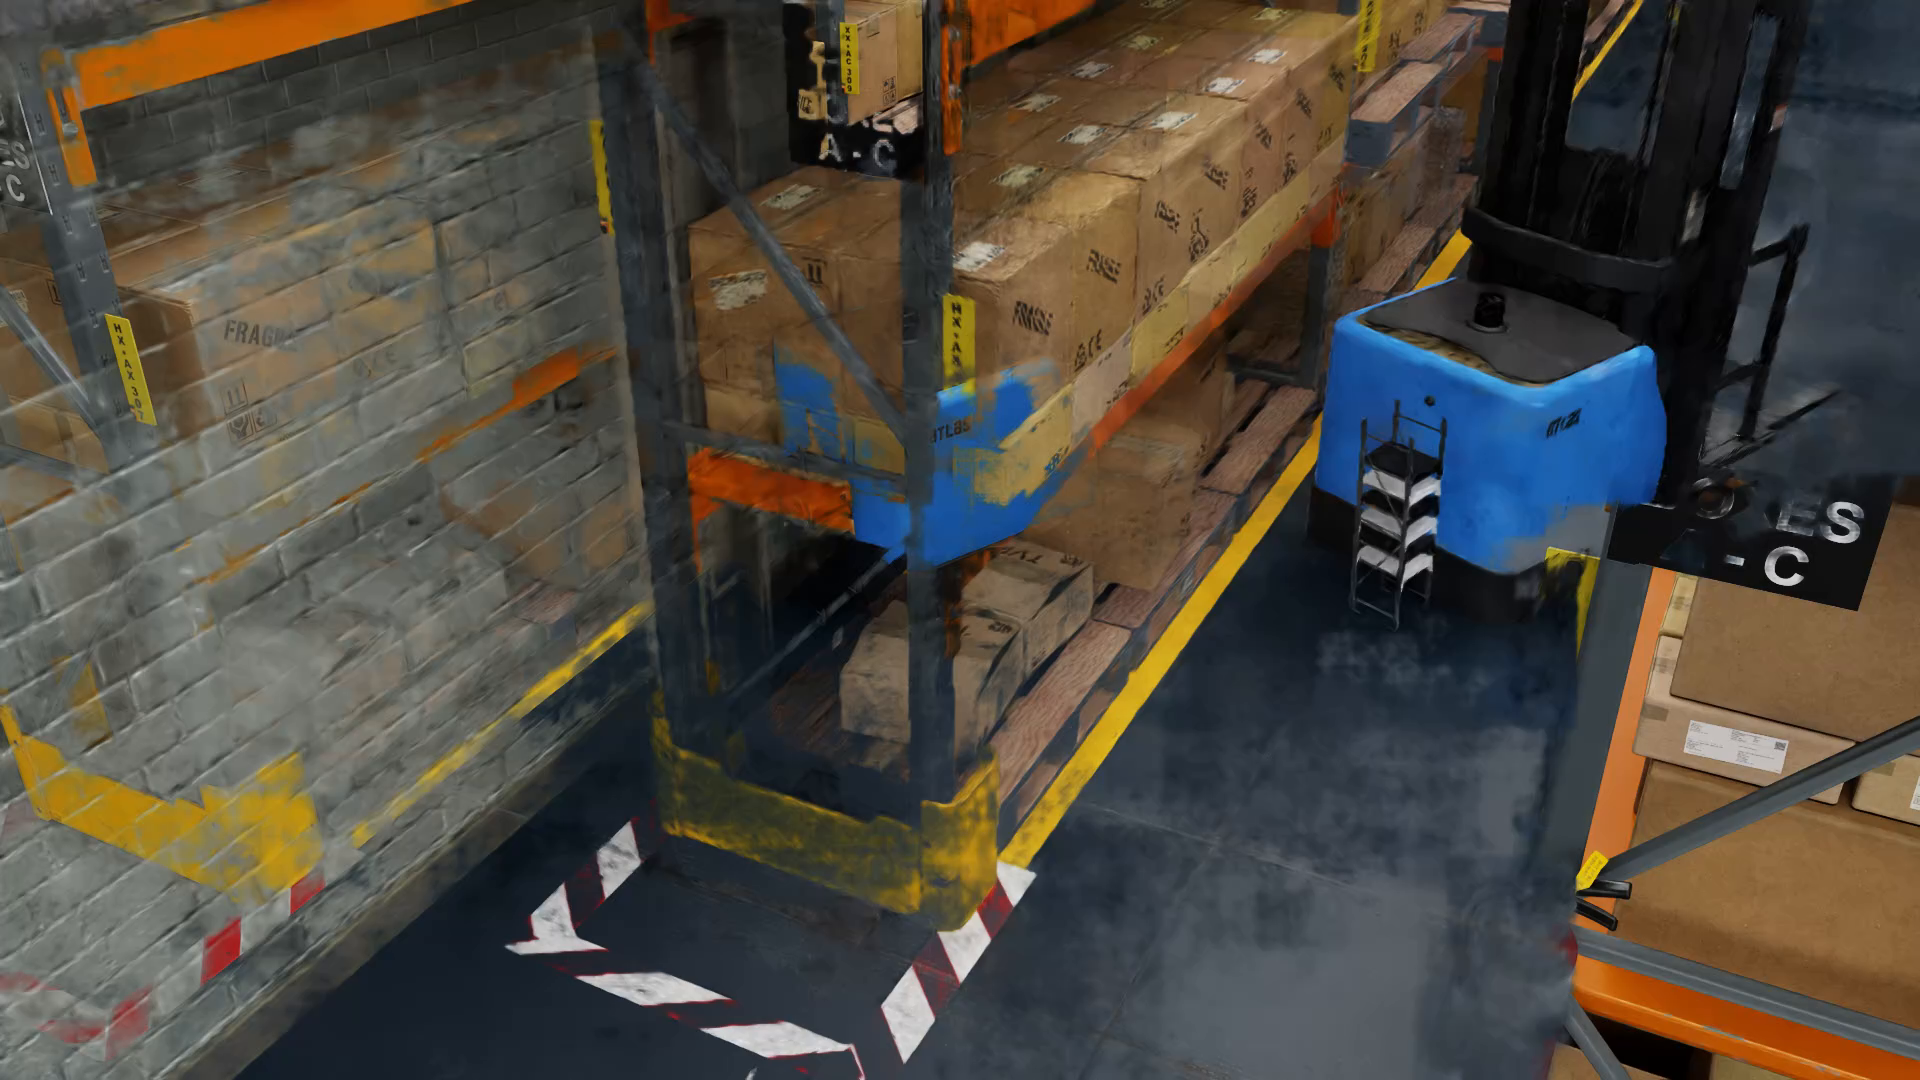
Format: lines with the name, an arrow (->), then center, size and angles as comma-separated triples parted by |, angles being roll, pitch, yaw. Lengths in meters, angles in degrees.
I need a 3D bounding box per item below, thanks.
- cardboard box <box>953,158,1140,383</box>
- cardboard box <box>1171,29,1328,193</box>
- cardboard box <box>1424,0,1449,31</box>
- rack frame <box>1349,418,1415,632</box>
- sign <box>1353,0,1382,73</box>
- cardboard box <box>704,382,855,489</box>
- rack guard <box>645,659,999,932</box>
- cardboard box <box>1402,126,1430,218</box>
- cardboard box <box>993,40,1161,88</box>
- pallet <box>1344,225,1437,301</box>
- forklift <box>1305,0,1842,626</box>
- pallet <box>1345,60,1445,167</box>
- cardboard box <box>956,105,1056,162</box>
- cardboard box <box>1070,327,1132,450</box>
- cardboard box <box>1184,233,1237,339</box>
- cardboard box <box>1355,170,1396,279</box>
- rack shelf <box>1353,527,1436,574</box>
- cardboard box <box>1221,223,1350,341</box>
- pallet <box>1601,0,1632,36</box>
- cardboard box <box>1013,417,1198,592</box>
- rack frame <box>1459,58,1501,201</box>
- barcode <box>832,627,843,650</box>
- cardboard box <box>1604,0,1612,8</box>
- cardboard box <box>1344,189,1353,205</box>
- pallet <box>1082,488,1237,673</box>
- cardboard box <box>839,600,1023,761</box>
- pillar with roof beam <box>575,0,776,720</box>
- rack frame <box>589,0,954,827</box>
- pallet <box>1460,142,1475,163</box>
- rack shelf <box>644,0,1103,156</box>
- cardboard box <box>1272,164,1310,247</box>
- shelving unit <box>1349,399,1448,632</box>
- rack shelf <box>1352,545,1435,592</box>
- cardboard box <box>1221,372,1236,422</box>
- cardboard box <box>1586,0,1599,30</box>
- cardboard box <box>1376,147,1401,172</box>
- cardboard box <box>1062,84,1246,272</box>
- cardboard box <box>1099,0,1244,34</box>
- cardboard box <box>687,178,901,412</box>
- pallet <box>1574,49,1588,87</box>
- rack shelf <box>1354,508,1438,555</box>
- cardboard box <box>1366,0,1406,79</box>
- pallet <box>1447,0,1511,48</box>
cardboard box -> -2.111, -0.856, 5.606 | 0.500, 0.500, 0.500 | 14, 33, 23
cardboard box -> -1.170, -1.767, 7.192 | 0.500, 0.500, 0.500 | 14, 33, 23
cardboard box -> 0.062, -3.240, 9.837 | 0.700, 0.500, 0.500 | 14, 33, 23
rack frame -> -0.682, -0.043, 6.925 | 0.006, 0.900, 0.240 | -28, 40, -31
sign -> -0.521, -2.256, 7.797 | 0.100, 0.325, 0.005 | 14, 33, 23
cardboard box -> -2.789, -0.422, 5.603 | 0.500, 0.250, 0.500 | 15, 33, 24
rack guard -> -2.795, 0.823, 5.814 | 1.175, 0.500, 0.348 | 14, 33, 23
cardboard box -> 0.195, -2.347, 10.894 | 0.700, 0.500, 0.500 | 14, 33, 23
cardboard box -> -1.878, -1.660, 7.006 | 0.500, 0.500, 0.500 | 15, 33, 25
pallet -> -0.100, -1.679, 10.462 | 1.003, 0.211, 1.213 | 14, 33, 23
forklift -> 0.651, -1.509, 7.434 | 3.031, 2.935, 1.130 | -21, 36, -32
pallet -> -0.530, -2.223, 8.801 | 1.003, 0.211, 1.213 | 14, 33, 23
cardboard box -> -2.334, -1.204, 6.212 | 0.500, 0.500, 0.500 | 13, 32, 22
cardboard box -> -2.101, -0.548, 5.823 | 0.500, 0.250, 0.500 | 13, 32, 22
cardboard box -> -1.631, -0.996, 6.604 | 0.500, 0.250, 0.500 | 15, 33, 24
cardboard box -> -0.228, -1.895, 10.105 | 0.700, 0.500, 0.500 | 15, 33, 24
rack shelf -> -0.596, 0.018, 7.045 | 0.200, 0.077, 0.258 | -28, 40, -31
cardboard box -> -0.687, -1.437, 9.309 | 0.700, 0.500, 0.500 | 15, 33, 25
pallet -> 3.608, -5.200, 16.593 | 1.003, 0.211, 1.213 | 14, 33, 23
cardboard box -> -1.796, -0.187, 7.131 | 0.700, 0.500, 0.500 | 12, 32, 20
rack frame -> 0.815, -3.774, 11.309 | 1.000, 3.000, 0.127 | 14, 33, 23
barcode -> -2.782, 0.359, 6.362 | 0.001, 0.075, 0.075 | 14, 33, 23
cardboard box -> 3.536, -5.402, 16.234 | 0.700, 0.500, 0.500 | 15, 33, 24
cardboard box -> -0.489, -1.958, 9.463 | 0.500, 0.250, 0.500 | 14, 33, 22
pallet -> -1.837, 0.058, 7.438 | 1.003, 0.211, 1.213 | 14, 33, 23
cardboard box -> -2.434, 0.462, 6.192 | 0.500, 0.311, 0.500 | 11, 32, 18
pillar with roof beam -> 0.552, -2.359, 2.821 | 9.100, 9.000, 0.400 | 14, 33, 23
rack frame -> -2.830, -0.227, 5.133 | 1.000, 3.000, 0.127 | 14, 33, 23
pallet -> 1.241, -2.897, 12.582 | 1.003, 0.211, 1.213 | 14, 33, 23
rack shelf -> -1.919, -2.102, 6.109 | 1.077, 0.370, 4.000 | 14, 33, 23
cardboard box -> -1.188, -1.446, 7.387 | 0.500, 0.250, 0.500 | 14, 33, 23
shelving unit -> -0.605, -0.085, 6.977 | 0.210, 0.900, 0.258 | -28, 40, -31
rack shelf -> -0.589, 0.093, 7.094 | 0.200, 0.077, 0.258 | -28, 40, -31
cardboard box -> -1.225, -0.718, 8.392 | 0.380, 0.166, 0.250 | 10, 31, 17
cardboard box -> 3.069, -4.953, 15.452 | 0.700, 0.500, 0.500 | 15, 33, 24
cardboard box -> -0.012, -2.407, 10.245 | 0.500, 0.250, 0.500 | 14, 33, 23
cardboard box -> -1.645, -1.315, 6.406 | 0.500, 0.500, 0.500 | 15, 33, 25
cardboard box -> -1.408, -2.108, 7.786 | 0.500, 0.500, 0.500 | 14, 33, 22
cardboard box -> -2.804, -0.753, 5.427 | 0.500, 0.500, 0.500 | 14, 33, 23
pallet -> 2.352, -3.978, 14.466 | 1.003, 0.211, 1.213 | 14, 33, 23
rack shelf -> -0.602, -0.057, 6.996 | 0.200, 0.077, 0.258 | -28, 40, -31
cardboard box -> -0.484, -2.698, 8.895 | 0.700, 0.500, 0.500 | 18, 34, 28
pallet -> 0.585, -3.350, 10.765 | 1.213, 0.211, 1.003 | 14, 33, 23
